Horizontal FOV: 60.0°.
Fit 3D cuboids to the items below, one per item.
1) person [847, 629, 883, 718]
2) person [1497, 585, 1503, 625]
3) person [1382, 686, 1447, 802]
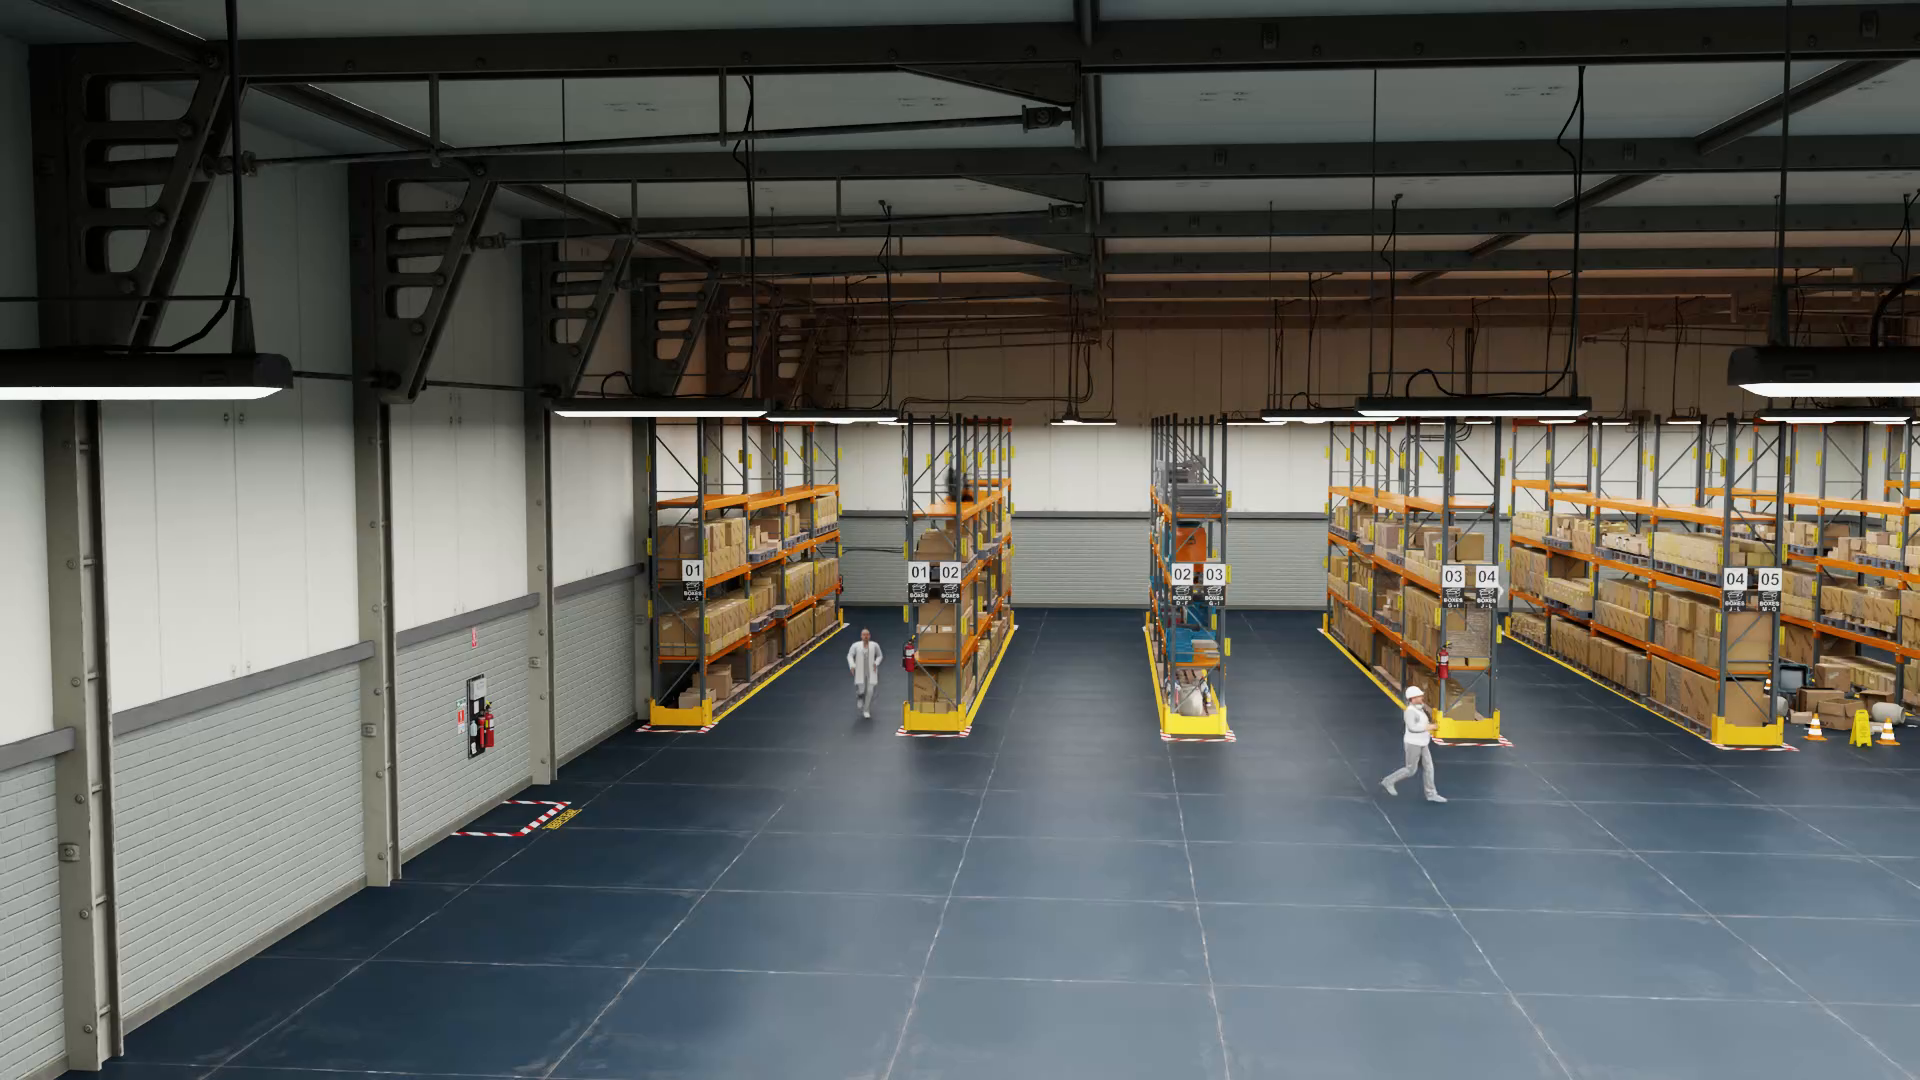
[{"bbox_3d":[-1.875,2.628,33.036,0.709,1.708,0.573,-1,4,-9],"label":"person"},{"bbox_3d":[15.084,1.750,47.268,0.742,1.663,0.737,-1,4,-13],"label":"person"},{"bbox_3d":[6.964,3.109,25.421,0.963,1.751,0.661,2,4,31],"label":"person"}]
